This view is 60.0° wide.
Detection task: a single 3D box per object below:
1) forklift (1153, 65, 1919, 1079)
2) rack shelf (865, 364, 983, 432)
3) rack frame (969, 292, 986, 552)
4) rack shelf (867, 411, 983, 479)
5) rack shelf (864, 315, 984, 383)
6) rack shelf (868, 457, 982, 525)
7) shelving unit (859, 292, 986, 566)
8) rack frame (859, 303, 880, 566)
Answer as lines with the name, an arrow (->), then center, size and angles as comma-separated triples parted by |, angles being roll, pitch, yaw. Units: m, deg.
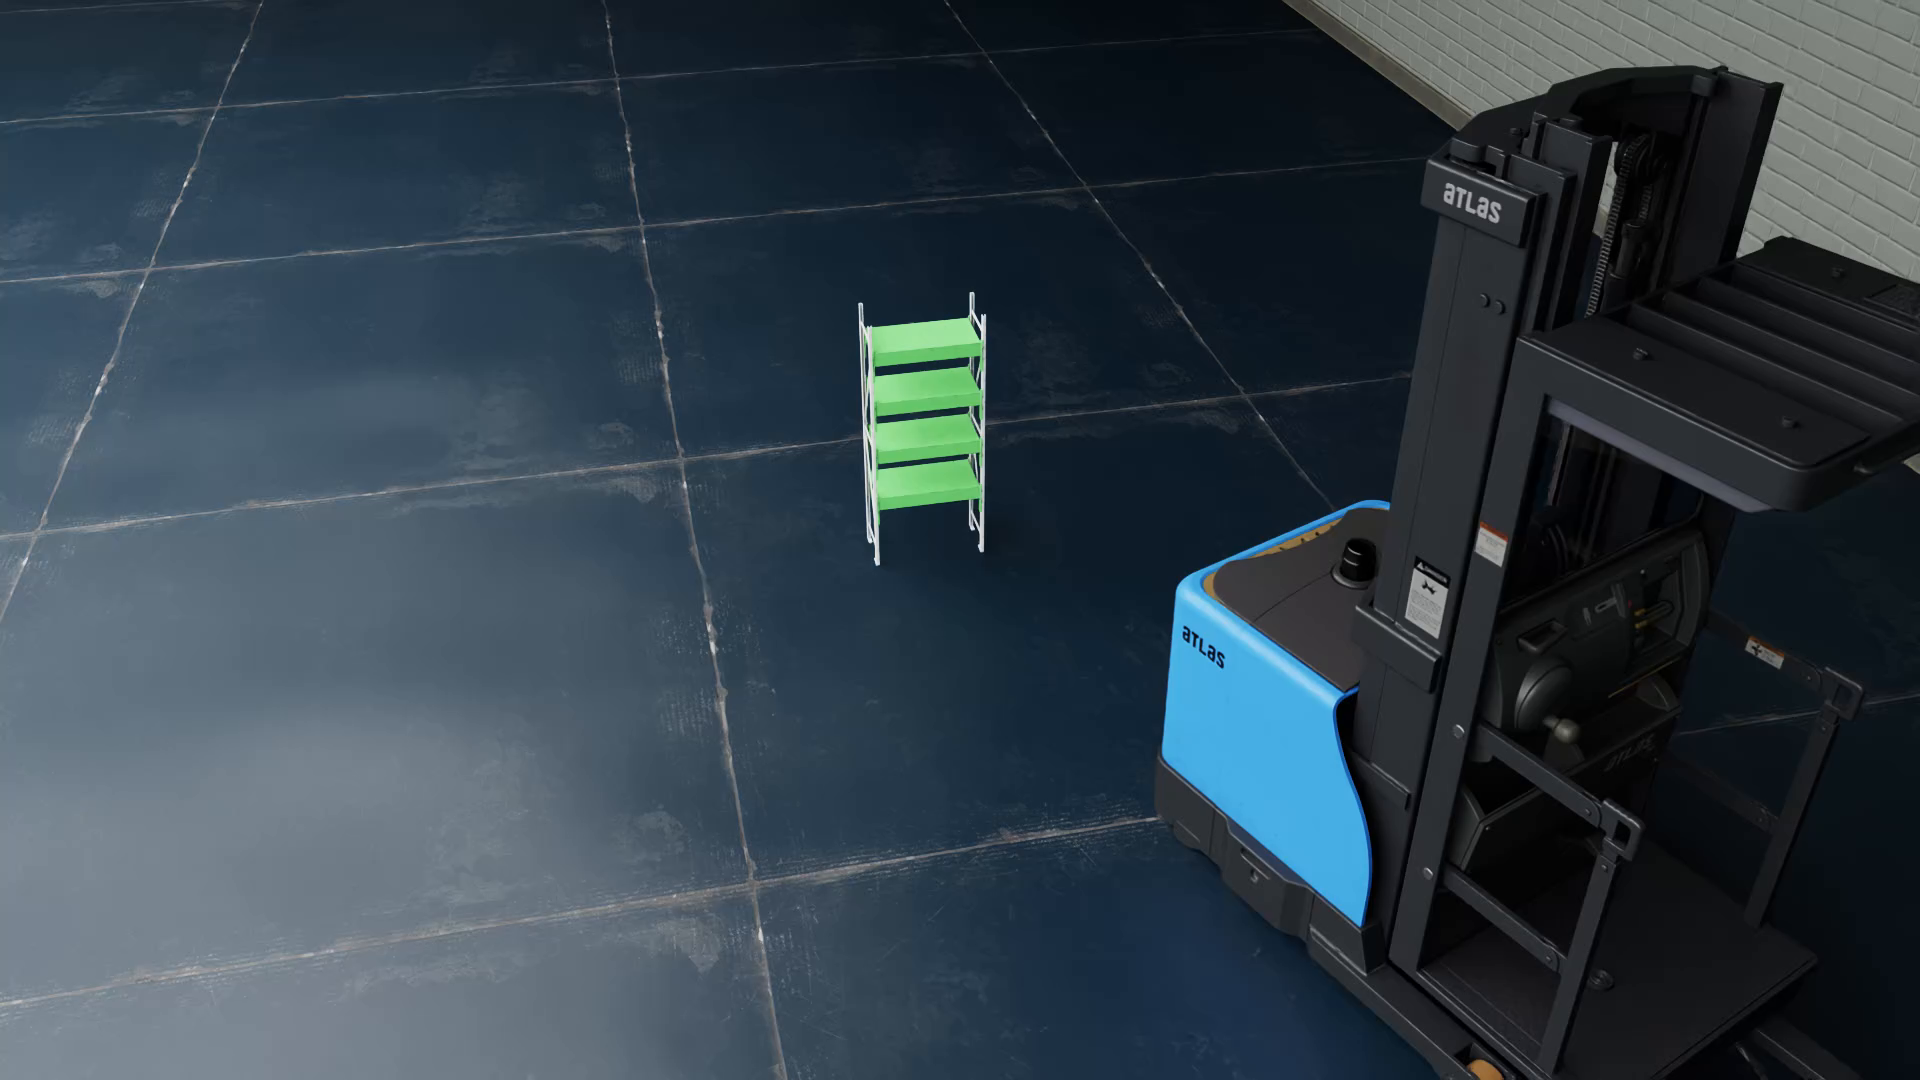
forklift -> 1.963, 0.333, 4.623 | 1.130, 2.935, 3.031 | -21, 39, -28
rack shelf -> -0.161, -0.624, 7.287 | 0.480, 0.148, 0.258 | -7, 35, -11
rack frame -> 0.077, -0.508, 7.430 | 0.015, 1.200, 0.240 | -7, 35, -11
rack shelf -> -0.161, -0.425, 7.421 | 0.480, 0.148, 0.258 | -7, 35, -11
rack shelf -> -0.161, -0.823, 7.154 | 0.480, 0.148, 0.258 | -7, 35, -11
rack shelf -> -0.161, -0.226, 7.555 | 0.480, 0.148, 0.258 | -7, 35, -11
shelving unit -> -0.161, -0.478, 7.385 | 0.503, 1.200, 0.258 | -7, 35, -11
rack frame -> -0.399, -0.448, 7.341 | 0.015, 1.200, 0.240 | -7, 35, -11
